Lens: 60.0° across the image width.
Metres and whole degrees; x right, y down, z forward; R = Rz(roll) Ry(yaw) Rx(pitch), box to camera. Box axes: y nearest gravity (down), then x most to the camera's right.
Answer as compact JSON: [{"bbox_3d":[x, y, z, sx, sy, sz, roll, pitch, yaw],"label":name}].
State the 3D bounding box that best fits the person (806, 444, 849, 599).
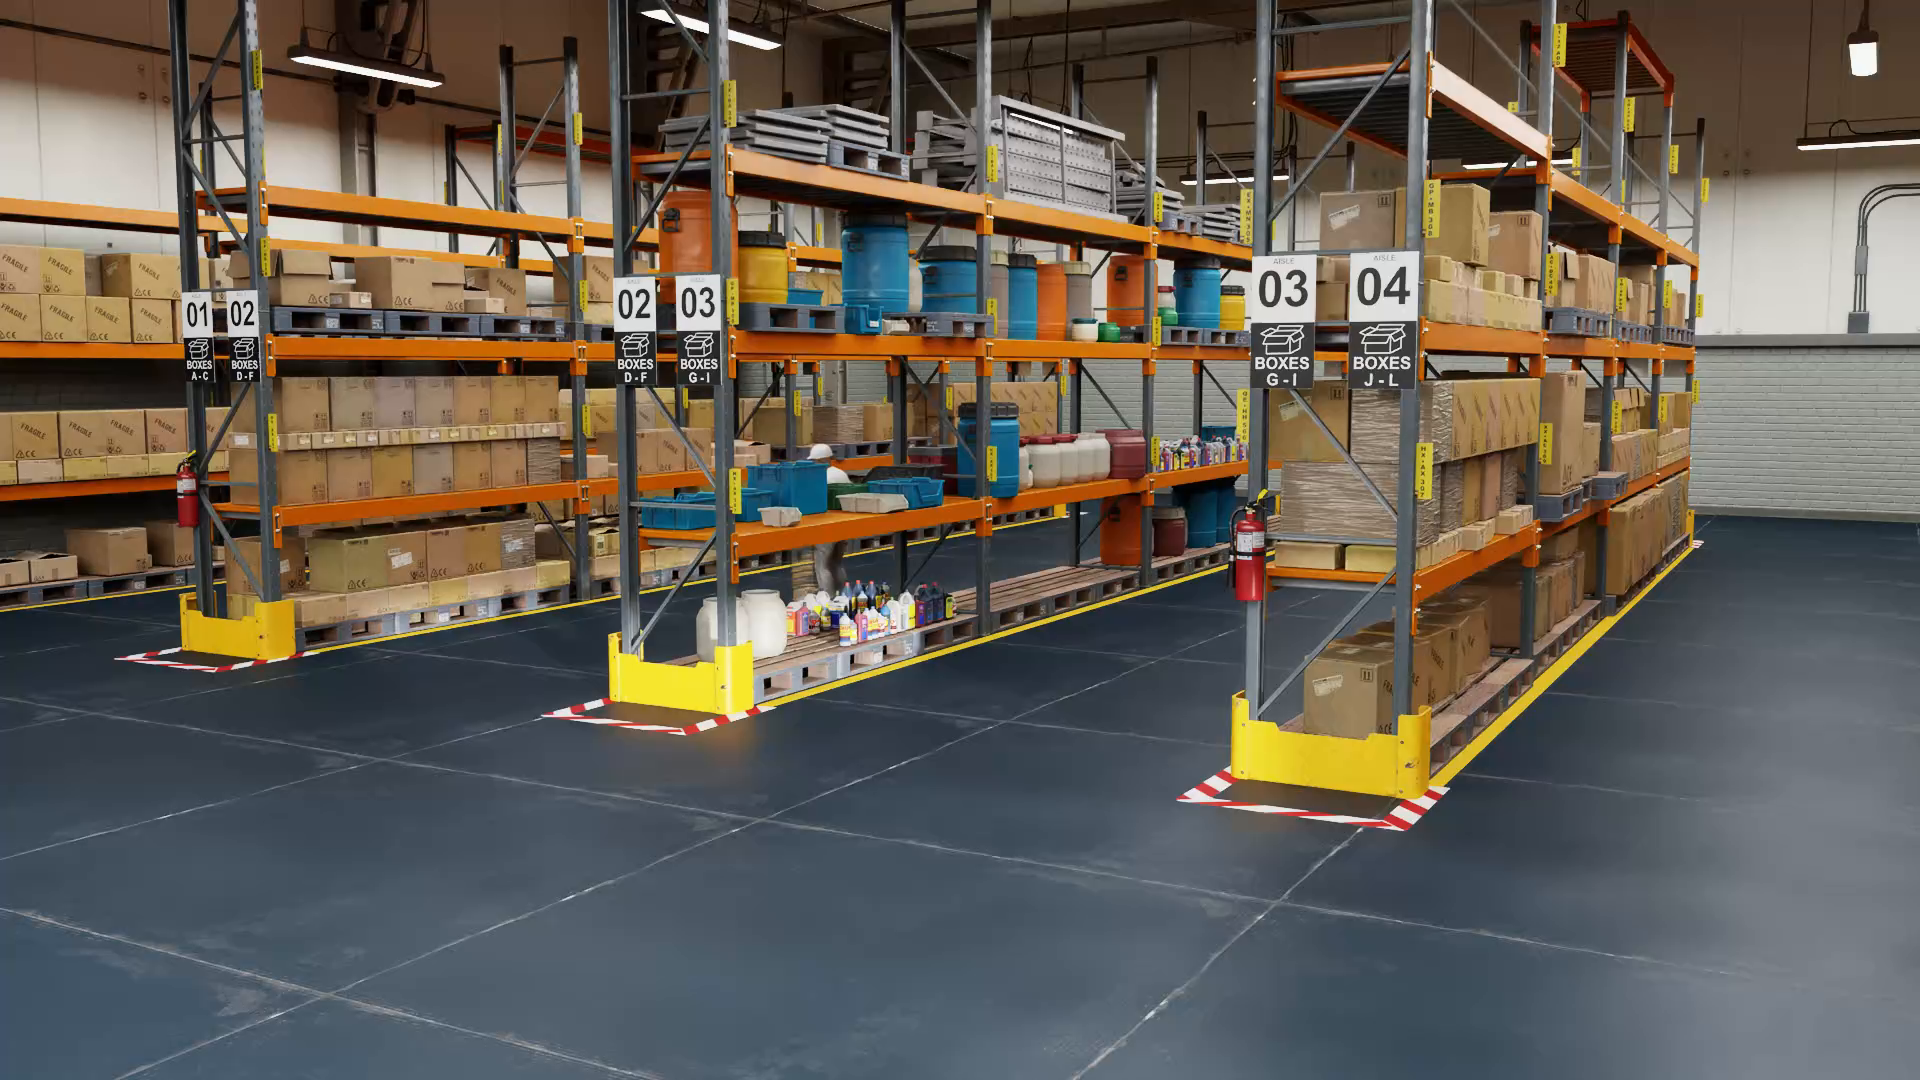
[{"bbox_3d":[-1.351,-0.106,17.085,0.463,1.759,0.626,3,7,26],"label":"person"}]
